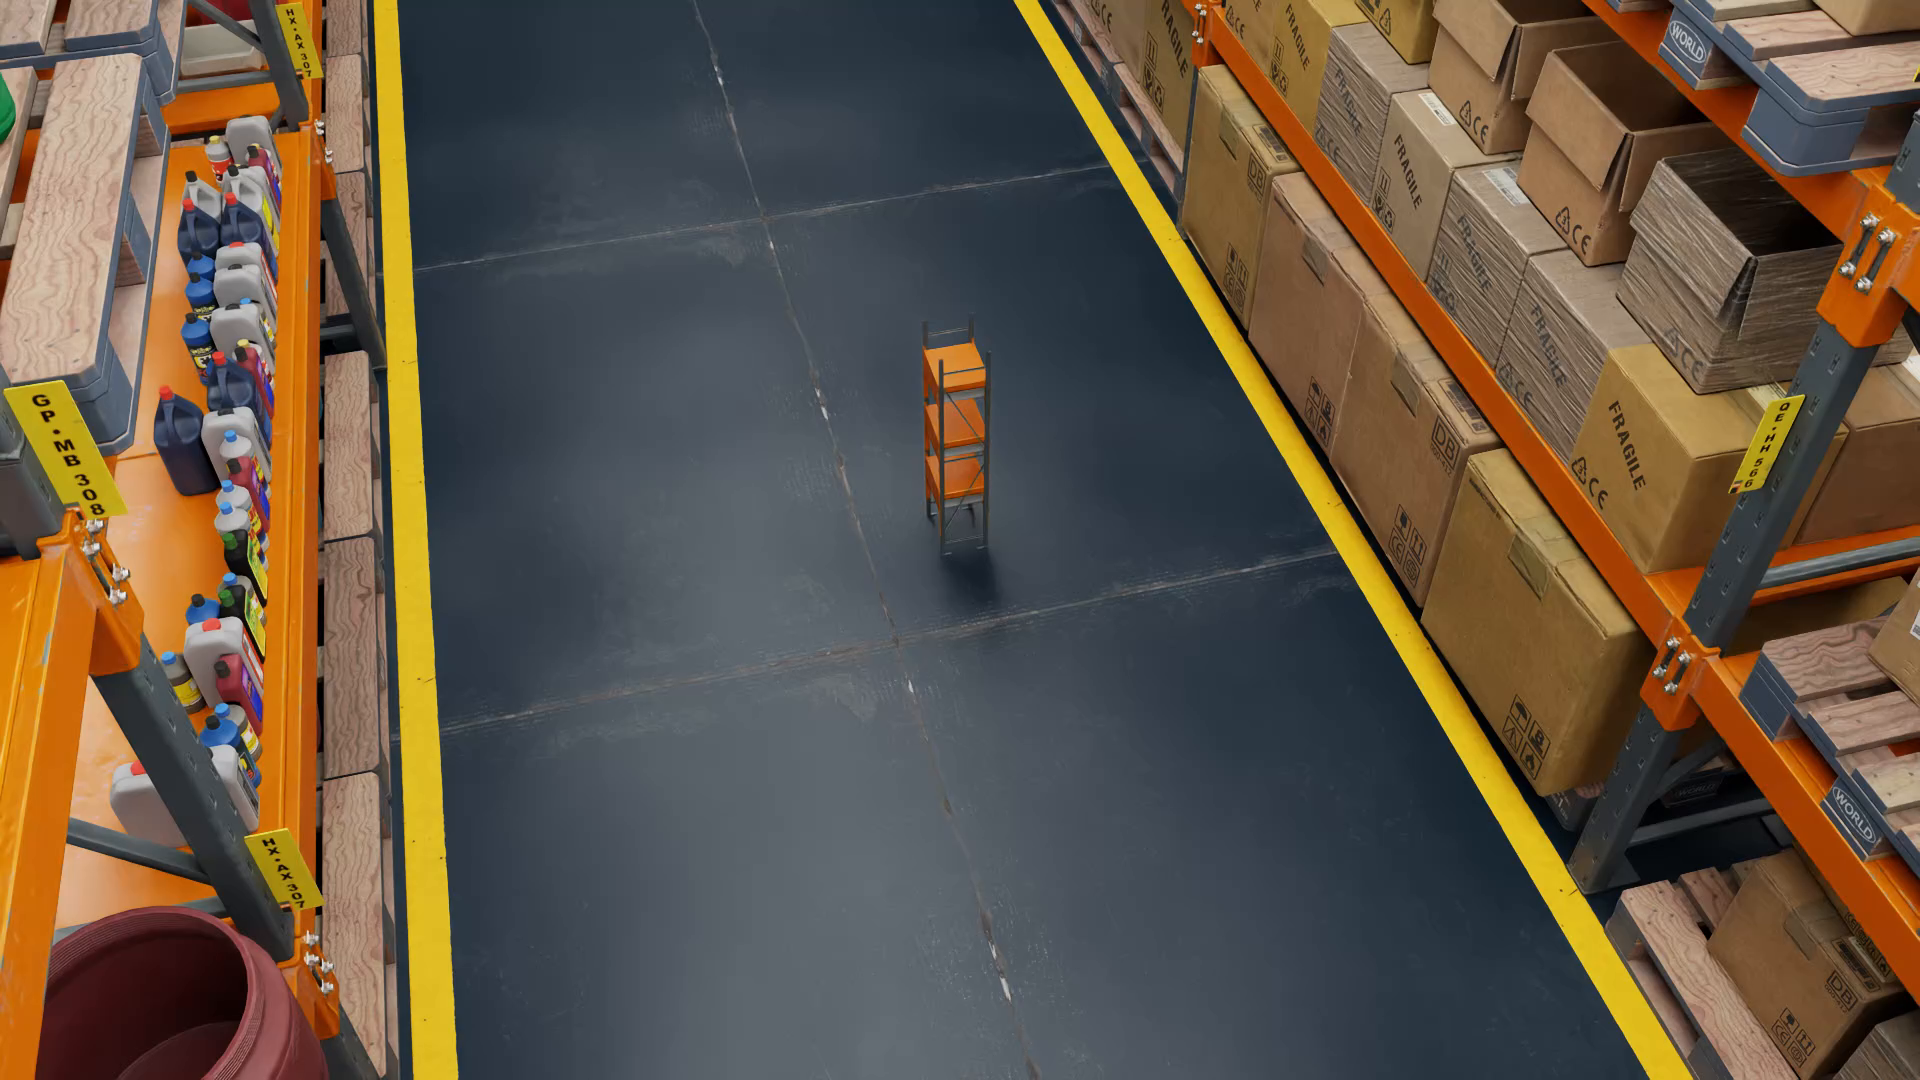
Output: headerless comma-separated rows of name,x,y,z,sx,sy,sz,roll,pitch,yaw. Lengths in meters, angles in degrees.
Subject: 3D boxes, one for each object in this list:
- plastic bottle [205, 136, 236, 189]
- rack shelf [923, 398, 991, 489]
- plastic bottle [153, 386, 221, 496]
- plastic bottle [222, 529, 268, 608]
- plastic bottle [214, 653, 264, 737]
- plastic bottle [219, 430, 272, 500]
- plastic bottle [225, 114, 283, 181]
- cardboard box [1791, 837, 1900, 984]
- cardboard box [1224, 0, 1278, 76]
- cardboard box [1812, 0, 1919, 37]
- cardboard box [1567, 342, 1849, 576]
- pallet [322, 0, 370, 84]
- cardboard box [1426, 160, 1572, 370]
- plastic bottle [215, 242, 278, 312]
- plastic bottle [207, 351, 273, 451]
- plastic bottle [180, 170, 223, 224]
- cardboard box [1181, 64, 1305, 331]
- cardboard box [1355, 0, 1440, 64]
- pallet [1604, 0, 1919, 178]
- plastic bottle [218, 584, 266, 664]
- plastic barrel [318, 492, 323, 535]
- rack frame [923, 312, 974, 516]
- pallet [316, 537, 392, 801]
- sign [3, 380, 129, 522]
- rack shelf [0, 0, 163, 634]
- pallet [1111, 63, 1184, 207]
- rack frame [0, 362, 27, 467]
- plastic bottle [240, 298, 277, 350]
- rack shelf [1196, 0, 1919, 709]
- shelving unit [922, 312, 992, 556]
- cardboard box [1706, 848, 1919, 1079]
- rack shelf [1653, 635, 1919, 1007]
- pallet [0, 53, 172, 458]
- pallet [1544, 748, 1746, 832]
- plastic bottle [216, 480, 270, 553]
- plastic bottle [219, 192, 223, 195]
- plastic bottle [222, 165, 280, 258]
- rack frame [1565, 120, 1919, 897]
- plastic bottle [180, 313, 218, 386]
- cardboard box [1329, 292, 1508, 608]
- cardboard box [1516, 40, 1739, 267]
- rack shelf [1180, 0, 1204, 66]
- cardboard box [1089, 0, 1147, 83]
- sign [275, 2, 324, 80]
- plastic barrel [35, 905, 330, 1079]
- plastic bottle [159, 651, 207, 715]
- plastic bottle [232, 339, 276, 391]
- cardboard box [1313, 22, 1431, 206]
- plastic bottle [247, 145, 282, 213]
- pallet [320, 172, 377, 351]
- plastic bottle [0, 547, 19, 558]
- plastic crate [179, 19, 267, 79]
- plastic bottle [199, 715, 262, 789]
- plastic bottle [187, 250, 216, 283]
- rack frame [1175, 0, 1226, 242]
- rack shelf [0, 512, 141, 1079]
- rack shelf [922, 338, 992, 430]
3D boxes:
plastic bottle,-2.880,-1.482,6.492,0.097,0.201,0.097,0,46,0
rack shelf,-0.014,-0.397,6.670,0.215,0.259,0.240,-11,47,-10
plastic bottle,-2.456,-0.327,5.255,0.144,0.351,0.185,-11,47,-10
plastic bottle,-2.119,0.065,4.919,0.061,0.283,0.133,-11,47,-10
plastic bottle,-1.992,0.409,4.581,0.061,0.283,0.133,-11,47,-10
plastic bottle,-2.251,-0.234,5.220,0.097,0.271,0.097,0,46,0
plastic bottle,-2.764,-1.544,6.500,0.152,0.276,0.135,-11,47,-10
cardboard box,2.835,0.972,4.865,0.500,0.250,0.500,-9,46,-9
cardboard box,1.487,-2.377,7.160,0.500,0.500,0.500,-11,47,-10
cardboard box,2.409,-1.585,3.987,0.797,0.503,0.637,-8,46,-8
cardboard box,2.269,-0.274,5.099,0.500,0.500,0.500,-9,46,-9
pallet,-4.028,-3.009,9.802,1.003,0.211,1.213,-11,47,-10
cardboard box,2.011,-0.978,5.789,0.500,0.500,0.500,-12,47,-12
plastic bottle,-2.541,-0.943,5.912,0.152,0.276,0.135,-11,47,-10
plastic bottle,-2.344,-0.447,5.374,0.144,0.351,0.185,-11,47,-10
plastic bottle,-2.765,-1.182,6.093,0.144,0.351,0.185,-11,47,-10
cardboard box,1.794,-1.671,7.731,1.225,0.875,0.875,-11,47,-10
cardboard box,1.946,-2.176,6.261,0.797,0.503,0.637,-10,46,-10
pallet,2.418,-1.363,4.268,1.213,0.211,1.003,-9,46,-8
plastic bottle,-2.060,0.224,4.762,0.061,0.283,0.133,-11,47,-10
plastic barrel,-2.873,-0.345,6.414,0.600,0.901,0.708,-11,47,-10
rack frame,-0.045,-0.489,6.745,0.200,1.050,0.008,-11,47,-10
pallet,-2.704,0.560,6.304,1.003,0.211,1.213,-11,47,-10
sign,-1.623,-0.157,3.028,0.100,0.325,0.005,-11,47,-10
rack shelf,-2.665,-1.217,4.497,1.077,0.370,4.000,-11,47,-10
pallet,1.491,-2.269,9.077,1.003,0.211,1.213,-11,47,-10
rack frame,-2.153,-1.138,1.816,1.000,3.000,0.127,-11,47,-10
plastic bottle,-2.451,-0.749,5.774,0.097,0.201,0.097,0,46,0
rack shelf,2.122,-1.073,6.456,1.077,0.370,4.000,-11,47,-10
shelving unit,-0.014,-0.404,6.662,0.215,1.050,0.252,-11,47,-10
cardboard box,2.825,1.236,5.132,0.700,0.500,0.500,-13,47,-12
rack shelf,3.146,1.689,3.749,1.077,0.370,4.000,-11,47,-10
pallet,-2.255,-0.568,3.489,1.003,0.211,1.213,-11,47,-10
pallet,2.505,0.474,6.388,1.003,0.211,1.213,-11,47,-10
plastic bottle,-2.192,-0.074,5.063,0.097,0.271,0.097,0,46,0
plastic bottle,-2.786,-1.230,6.245,0.097,0.201,0.097,0,46,0
plastic bottle,-2.626,-1.208,6.119,0.144,0.351,0.185,-11,47,-10
rack frame,2.634,0.056,4.846,1.000,3.000,0.127,-11,47,-10
plastic bottle,-2.563,-0.653,5.630,0.097,0.271,0.097,0,46,0
cardboard box,2.257,-0.444,6.530,1.225,0.875,0.875,-11,47,-10
cardboard box,2.299,-1.288,5.391,0.797,0.503,0.637,-10,46,-9
rack shelf,1.098,-3.835,9.162,1.077,0.370,4.000,-11,47,-10
cardboard box,1.288,-3.201,9.231,0.875,0.875,0.875,-11,47,-10
sign,-2.645,-1.996,6.663,0.100,0.325,0.005,-11,47,-10
plastic barrel,-1.742,1.179,3.650,0.600,0.536,0.708,-11,47,-10
plastic bottle,-2.186,0.390,4.658,0.097,0.201,0.097,0,46,0
plastic bottle,-2.391,-0.589,5.617,0.097,0.201,0.097,0,46,0
cardboard box,1.744,-1.685,6.482,0.500,0.500,0.500,-12,47,-11
plastic bottle,-2.661,-1.395,6.349,0.061,0.283,0.133,-11,47,-10
pallet,-3.403,-1.325,8.151,1.003,0.211,1.213,-11,47,-10
plastic bottle,-2.962,-0.129,5.061,0.144,0.351,0.185,-11,47,-10
plastic crate,-3.158,-2.076,7.078,0.396,0.136,0.243,-11,47,-10
plastic bottle,-1.955,0.564,4.438,0.097,0.271,0.097,0,46,0
plastic bottle,-2.657,-0.906,5.878,0.097,0.271,0.097,0,46,0
rack frame,1.610,-2.706,7.552,1.000,3.000,0.127,-11,47,-10
rack shelf,-1.641,1.544,1.791,1.077,0.370,4.000,-11,47,-10
rack shelf,-0.014,-0.596,6.467,0.215,0.259,0.240,-11,47,-10
